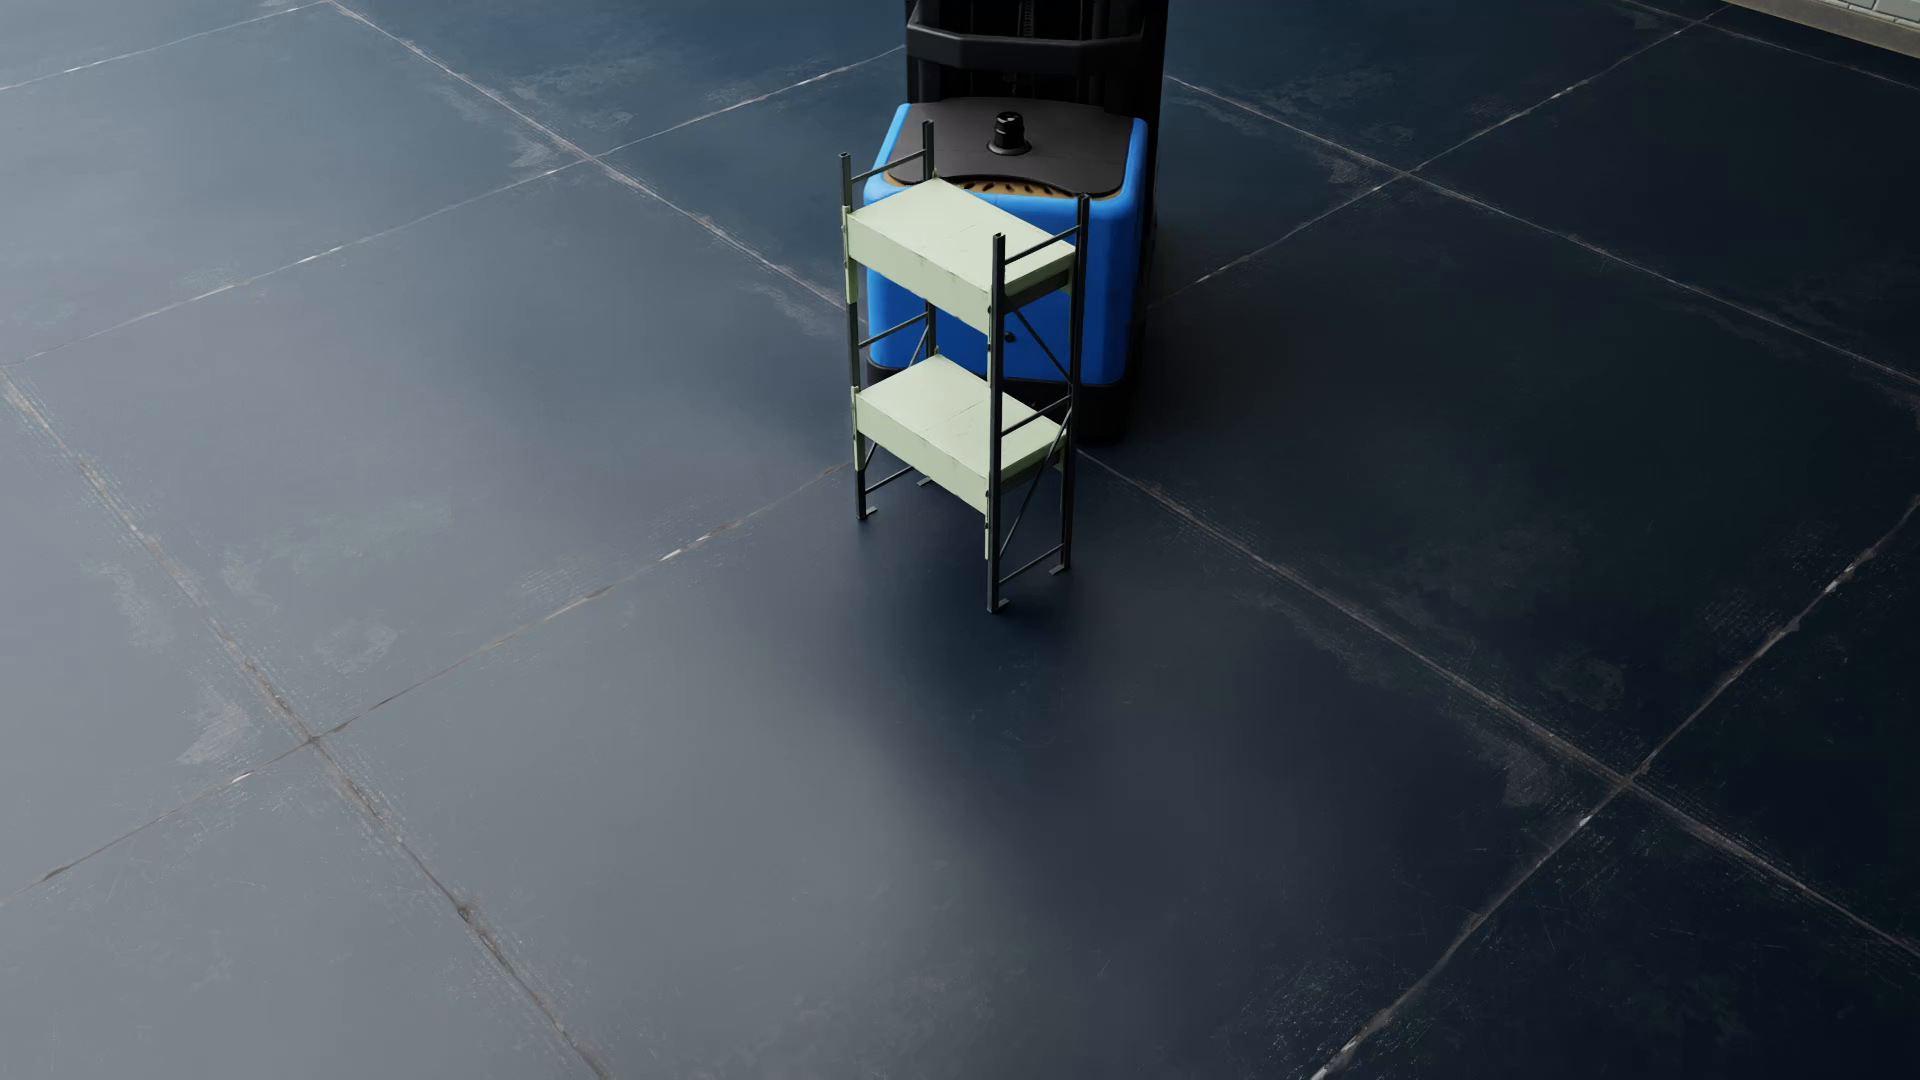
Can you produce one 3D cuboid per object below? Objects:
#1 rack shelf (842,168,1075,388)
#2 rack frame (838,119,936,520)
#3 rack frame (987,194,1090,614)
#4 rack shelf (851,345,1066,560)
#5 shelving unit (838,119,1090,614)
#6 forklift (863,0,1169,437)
[{"bbox_3d":[0.005,-0.884,5.530,0.431,0.370,0.720,-30,48,-32],"label":"rack shelf"},{"bbox_3d":[-0.243,-0.750,5.985,0.400,1.500,0.023,-30,48,-32],"label":"rack frame"},{"bbox_3d":[0.252,-0.411,5.565,0.400,1.500,0.023,-30,48,-32],"label":"rack frame"},{"bbox_3d":[0.005,-0.327,5.980,0.431,0.370,0.720,-30,48,-32],"label":"rack shelf"},{"bbox_3d":[0.005,-0.580,5.775,0.431,1.500,0.755,-30,48,-32],"label":"shelving unit"},{"bbox_3d":[0.353,-2.476,6.983,1.130,2.935,3.031,5,39,7],"label":"forklift"}]
